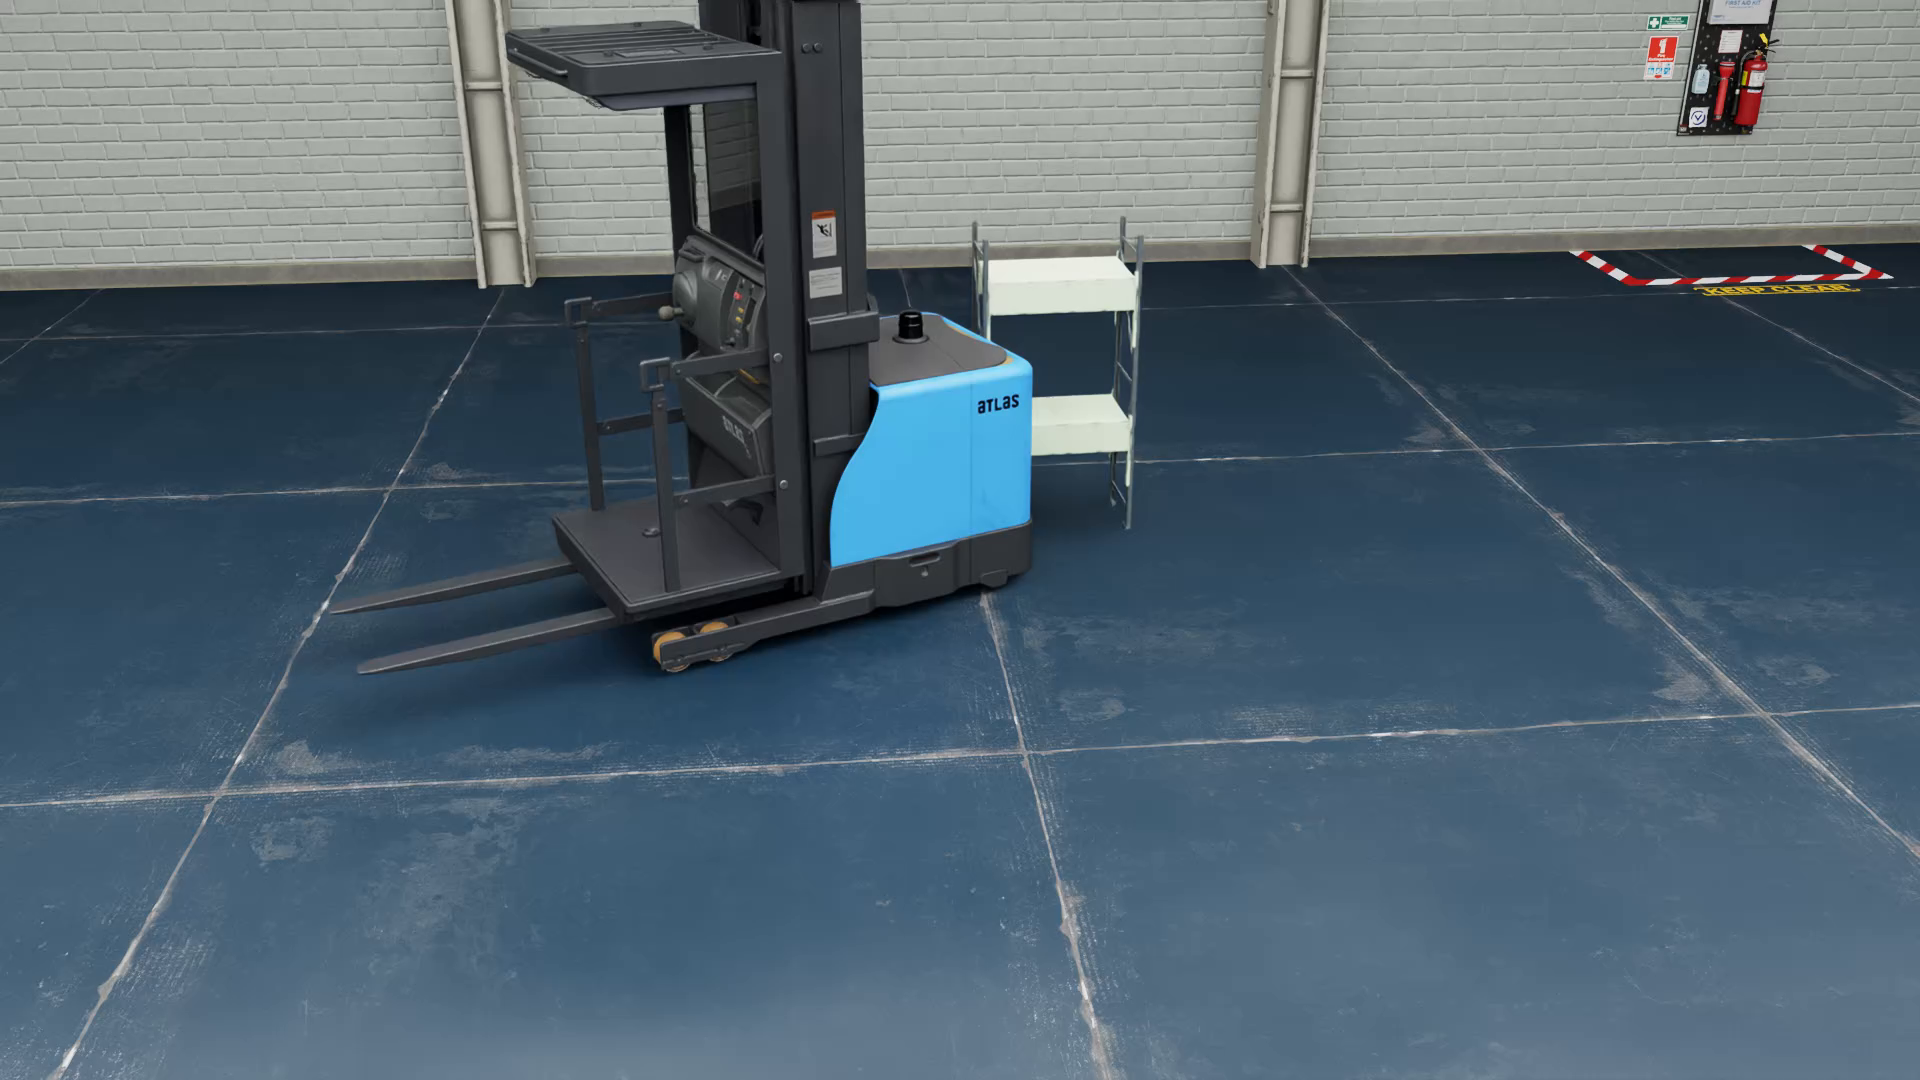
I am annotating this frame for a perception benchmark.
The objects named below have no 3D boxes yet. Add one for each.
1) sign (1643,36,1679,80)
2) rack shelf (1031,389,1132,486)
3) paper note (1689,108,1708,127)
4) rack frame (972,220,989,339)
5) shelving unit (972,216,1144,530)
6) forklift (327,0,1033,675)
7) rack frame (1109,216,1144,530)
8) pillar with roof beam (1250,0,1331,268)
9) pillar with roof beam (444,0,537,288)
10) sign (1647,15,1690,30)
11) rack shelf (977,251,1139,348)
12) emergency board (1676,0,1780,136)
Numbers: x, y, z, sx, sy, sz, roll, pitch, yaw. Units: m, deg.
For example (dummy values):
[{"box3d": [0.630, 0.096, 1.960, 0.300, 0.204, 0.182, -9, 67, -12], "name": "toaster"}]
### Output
[{"box3d": [5.476, -3.767, 12.988, 0.234, 0.329, 0.001, -2, 24, -5], "name": "sign"}, {"box3d": [0.458, -0.500, 8.331, 0.720, 0.370, 0.431, -3, 24, -7], "name": "rack shelf"}, {"box3d": [5.854, -3.350, 13.177, 0.142, 0.148, 0.016, -2, 24, -5], "name": "paper note"}, {"box3d": [0.095, -0.778, 8.153, 0.023, 1.500, 0.400, -3, 24, -7], "name": "rack frame"}, {"box3d": [0.458, -0.798, 8.198, 0.755, 1.500, 0.431, -3, 24, -7], "name": "shelving unit"}, {"box3d": [-1.200, -1.028, 6.955, 3.031, 2.935, 1.130, -13, 27, -26], "name": "forklift"}, {"box3d": [0.820, -0.818, 8.244, 0.023, 1.500, 0.400, -3, 24, -7], "name": "rack frame"}, {"box3d": [2.952, -4.576, 7.467, 0.400, 9.000, 9.100, -2, 24, -5], "name": "pillar with roof beam"}, {"box3d": [-3.019, -4.337, 6.928, 0.400, 9.000, 9.100, -2, 24, -5], "name": "pillar with roof beam"}, {"box3d": [5.482, -4.006, 12.873, 0.331, 0.109, 0.001, -2, 24, -5], "name": "sign"}, {"box3d": [0.458, -1.154, 8.040, 0.720, 0.370, 0.431, -3, 24, -7], "name": "rack shelf"}, {"box3d": [6.037, -3.731, 12.952, 0.643, 1.169, 0.194, -2, 24, -5], "name": "emergency board"}]
